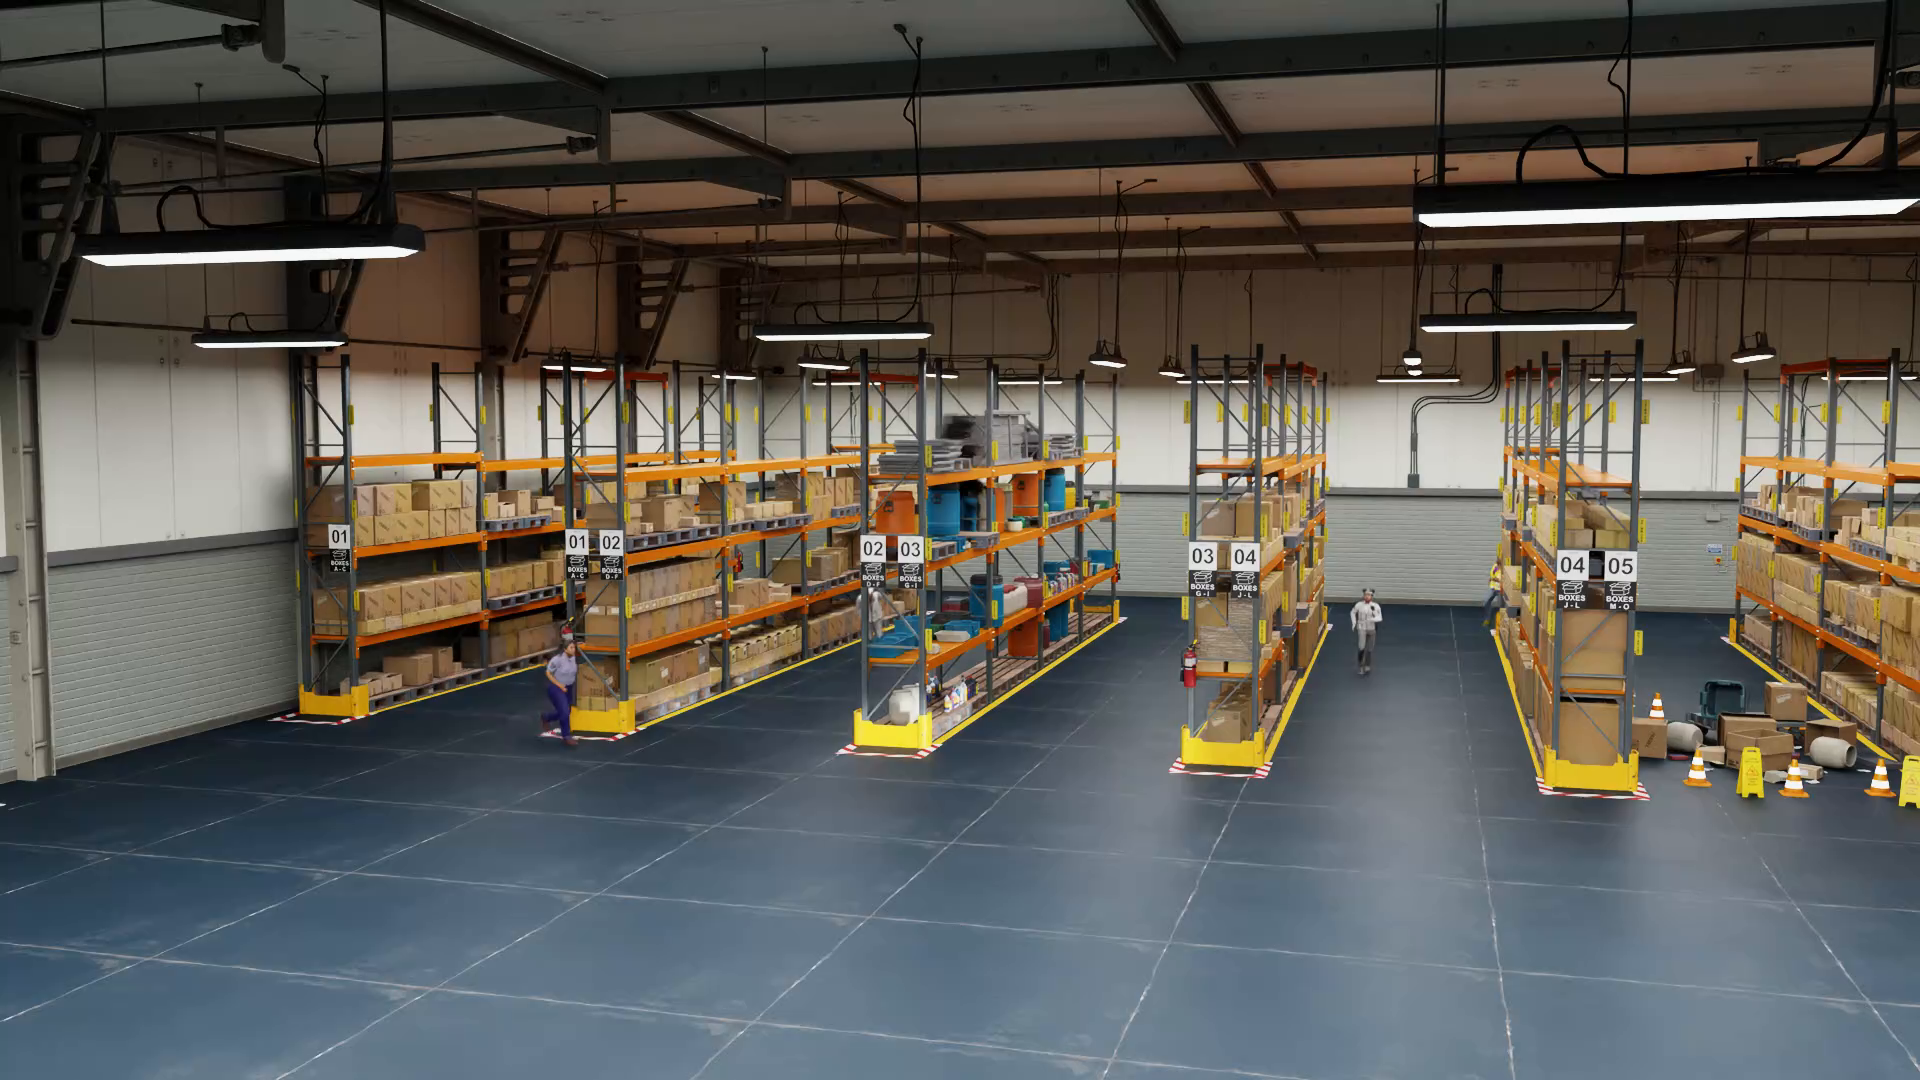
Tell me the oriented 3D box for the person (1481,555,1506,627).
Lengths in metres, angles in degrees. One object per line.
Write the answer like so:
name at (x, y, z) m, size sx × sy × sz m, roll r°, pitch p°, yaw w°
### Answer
person at (12.813, 1.200, 39.325) m, size 0.709 × 1.816 × 0.700 m, roll -2°, pitch 5°, yaw -29°

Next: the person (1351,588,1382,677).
person at (7.813, 1.765, 31.961) m, size 0.563 × 1.717 × 0.687 m, roll 1°, pitch 4°, yaw 9°

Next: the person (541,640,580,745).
person at (-6.152, 2.313, 25.391) m, size 0.765 × 1.618 × 0.590 m, roll 3°, pitch 5°, yaw 35°

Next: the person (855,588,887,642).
person at (-1.741, 1.611, 32.647) m, size 0.658 × 1.563 × 0.990 m, roll 0°, pitch 4°, yaw -6°
